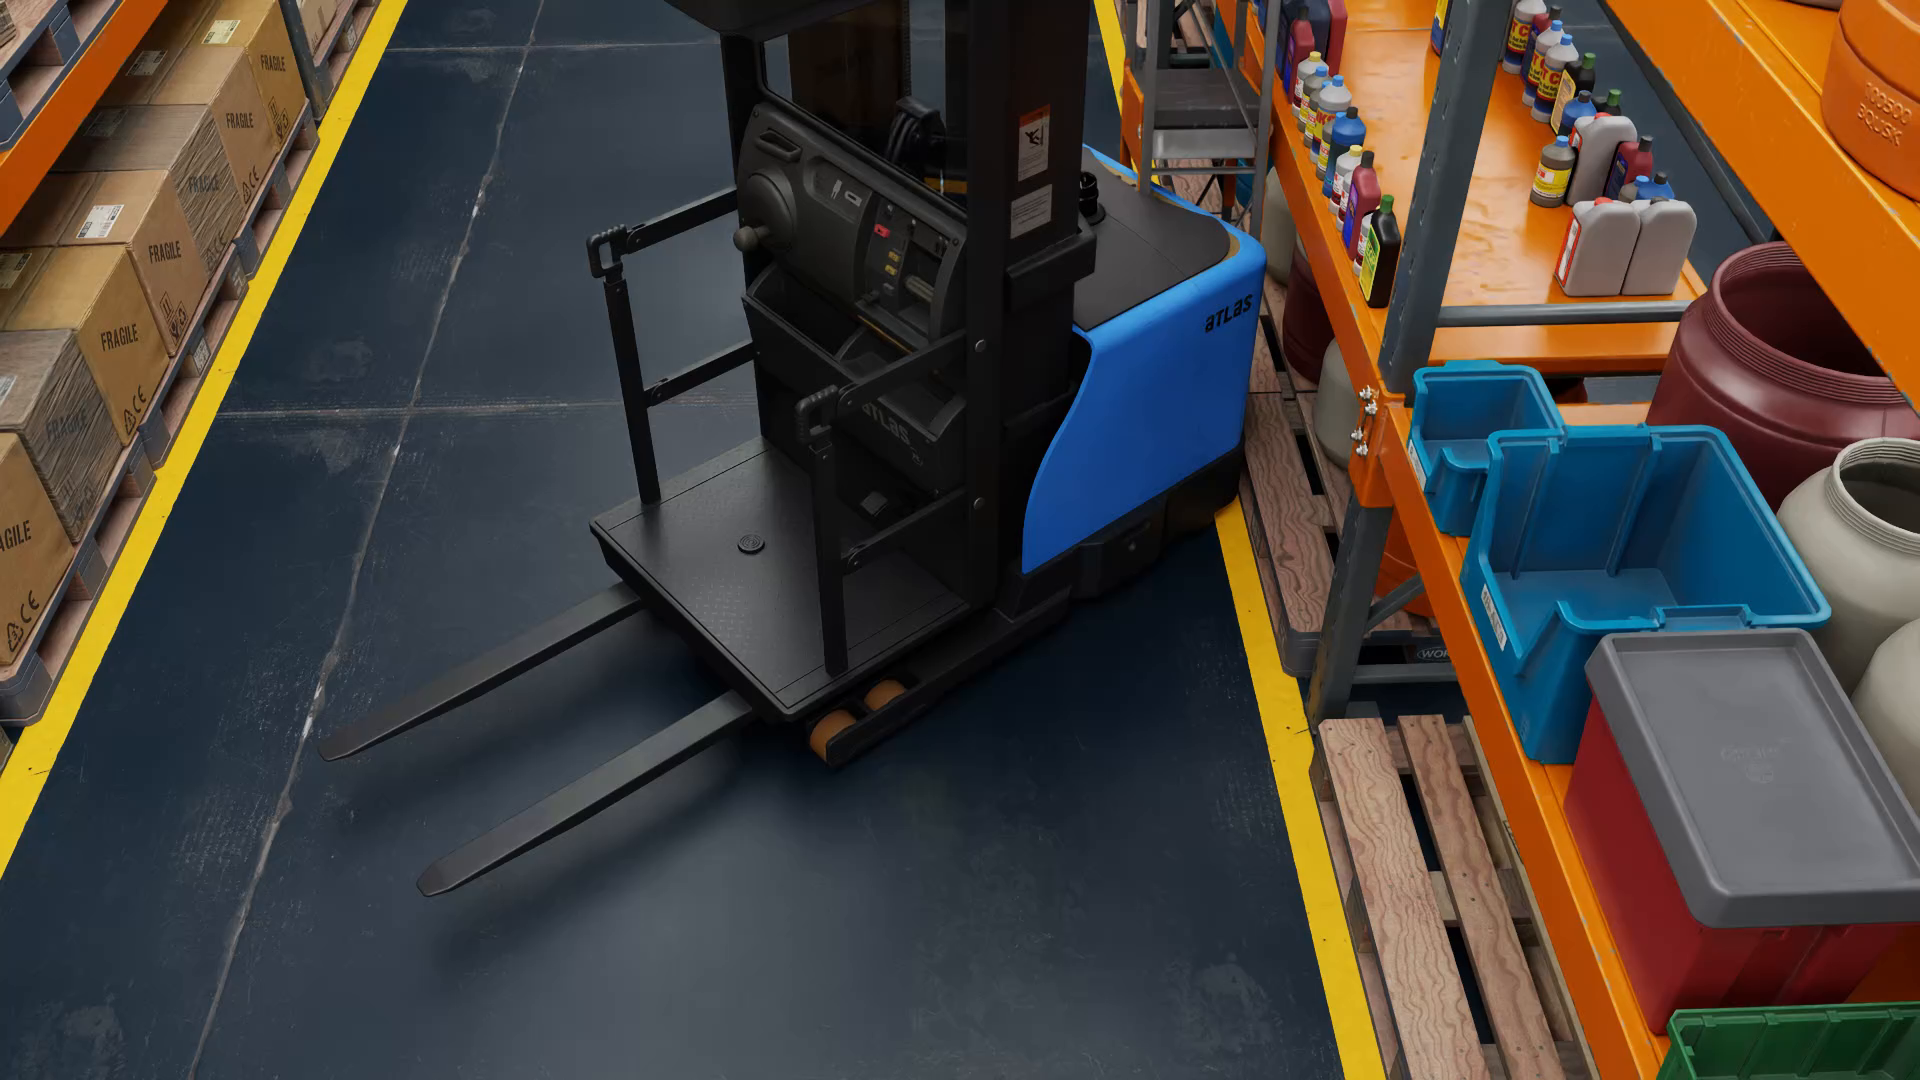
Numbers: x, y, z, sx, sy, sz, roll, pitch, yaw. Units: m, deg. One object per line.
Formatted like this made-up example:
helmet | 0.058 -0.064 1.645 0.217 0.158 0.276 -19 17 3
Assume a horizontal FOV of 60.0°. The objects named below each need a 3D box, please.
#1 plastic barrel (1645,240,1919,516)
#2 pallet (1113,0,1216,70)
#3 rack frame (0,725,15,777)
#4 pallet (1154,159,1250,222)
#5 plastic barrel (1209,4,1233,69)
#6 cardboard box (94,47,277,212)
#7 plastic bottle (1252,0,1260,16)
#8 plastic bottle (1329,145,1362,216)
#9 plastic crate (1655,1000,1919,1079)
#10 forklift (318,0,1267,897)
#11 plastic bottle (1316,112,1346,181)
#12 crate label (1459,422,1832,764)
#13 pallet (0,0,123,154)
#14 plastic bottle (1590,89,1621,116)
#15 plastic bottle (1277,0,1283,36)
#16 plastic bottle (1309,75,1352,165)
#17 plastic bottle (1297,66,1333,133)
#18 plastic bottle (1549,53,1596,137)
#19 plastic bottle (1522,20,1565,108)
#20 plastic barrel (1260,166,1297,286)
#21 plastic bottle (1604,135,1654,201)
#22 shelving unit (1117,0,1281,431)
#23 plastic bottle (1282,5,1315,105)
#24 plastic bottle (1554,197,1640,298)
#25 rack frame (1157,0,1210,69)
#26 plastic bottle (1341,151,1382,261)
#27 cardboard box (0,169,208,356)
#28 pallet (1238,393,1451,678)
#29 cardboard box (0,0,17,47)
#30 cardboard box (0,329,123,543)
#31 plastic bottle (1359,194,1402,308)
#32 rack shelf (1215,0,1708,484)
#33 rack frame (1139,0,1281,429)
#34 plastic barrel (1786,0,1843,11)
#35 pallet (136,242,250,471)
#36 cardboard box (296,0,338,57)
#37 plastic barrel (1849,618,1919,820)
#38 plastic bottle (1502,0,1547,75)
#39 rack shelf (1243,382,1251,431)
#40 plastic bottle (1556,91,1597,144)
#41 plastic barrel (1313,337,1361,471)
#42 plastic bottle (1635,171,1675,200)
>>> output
plastic barrel | 1.898 -0.304 3.761 0.600 0.536 0.708 -2 43 -2
pallet | 1.336 -2.726 8.568 1.003 0.211 1.213 -2 43 -2
rack frame | -3.373 -0.419 3.987 1.000 3.000 0.127 -2 43 -2
pallet | 1.397 -1.708 7.458 1.003 0.211 1.213 -2 43 -2
plastic barrel | 1.412 -2.272 7.251 0.600 0.901 0.708 -2 43 -2
cardboard box | -3.223 -1.701 6.910 0.500 0.500 0.500 -2 43 -2
plastic bottle | 1.076 -1.961 5.765 0.097 0.271 0.097 0 43 0
plastic bottle | 1.132 -1.046 4.818 0.097 0.201 0.097 0 43 0
plastic crate | 1.390 1.053 2.538 0.450 0.188 0.662 -2 43 -2
forklift | -0.475 -0.808 4.462 3.031 2.935 1.130 -30 50 -29
plastic bottle | 1.124 -1.177 4.961 0.097 0.201 0.097 0 43 0
crate label | 1.348 0.107 3.387 0.502 0.435 0.616 -2 43 -2
pallet | -3.460 -1.661 5.484 1.003 0.211 1.213 -2 43 -2
plastic bottle | 1.901 -1.221 4.948 0.061 0.283 0.133 -2 43 -2
plastic bottle | 1.071 -1.762 5.539 0.061 0.283 0.133 -2 43 -2
plastic bottle | 1.120 -1.269 5.009 0.097 0.271 0.097 0 43 0
plastic bottle | 1.111 -1.374 5.176 0.097 0.201 0.097 0 43 0
plastic bottle | 1.891 -1.376 5.118 0.061 0.283 0.133 -2 43 -2
plastic bottle | 1.864 -1.515 5.278 0.097 0.271 0.097 0 43 0
plastic barrel | 1.377 -1.267 6.442 0.421 0.512 0.421 0 43 0
plastic bottle | 1.912 -1.040 4.751 0.061 0.283 0.133 -2 43 -2
shelving unit | 0.766 -1.293 5.514 0.431 2.100 0.503 -1 30 -2
plastic bottle | 1.084 -1.548 5.305 0.061 0.283 0.133 -2 43 -2
plastic bottle | 1.729 -0.809 4.505 0.152 0.276 0.135 -2 43 -2
rack frame | 1.406 -3.259 7.085 1.000 3.000 0.127 -2 43 -2
plastic bottle | 1.123 -0.932 4.633 0.061 0.283 0.133 -2 43 -2
cardboard box | -3.178 -1.019 6.166 0.500 0.500 0.500 -3 43 -3
pallet | 1.501 -0.061 5.661 1.003 0.211 1.213 -2 43 -2
cardboard box | -3.360 -1.655 4.951 0.700 0.500 0.500 6 43 6
cardboard box | -3.135 -0.328 5.412 0.500 0.500 0.500 -3 43 -3
plastic bottle | 1.133 -0.776 4.463 0.061 0.283 0.133 -2 43 -2
rack shelf | 1.491 -1.643 5.855 1.077 0.370 4.000 -2 43 -2
rack frame | 0.775 -1.172 5.302 0.400 2.100 0.015 -1 30 -2
plastic barrel | 1.394 -1.288 2.344 0.600 0.901 0.600 0 43 0
pallet | -3.416 -0.717 6.376 1.003 0.211 1.213 -2 43 -2
cardboard box | -3.345 -2.579 8.009 0.500 0.311 0.500 -2 43 -2
plastic barrel | 1.851 0.373 3.040 0.421 0.512 0.421 0 43 0
plastic bottle | 1.854 -1.671 5.448 0.097 0.271 0.097 0 43 0
rack shelf | 0.771 -0.674 5.868 0.431 0.518 0.480 -1 30 -2
plastic bottle | 1.823 -1.202 4.936 0.097 0.271 0.097 0 43 0
plastic barrel | 1.425 -0.504 5.611 0.421 0.512 0.421 0 43 0
plastic bottle | 1.903 -0.891 4.598 0.097 0.271 0.097 0 43 0
